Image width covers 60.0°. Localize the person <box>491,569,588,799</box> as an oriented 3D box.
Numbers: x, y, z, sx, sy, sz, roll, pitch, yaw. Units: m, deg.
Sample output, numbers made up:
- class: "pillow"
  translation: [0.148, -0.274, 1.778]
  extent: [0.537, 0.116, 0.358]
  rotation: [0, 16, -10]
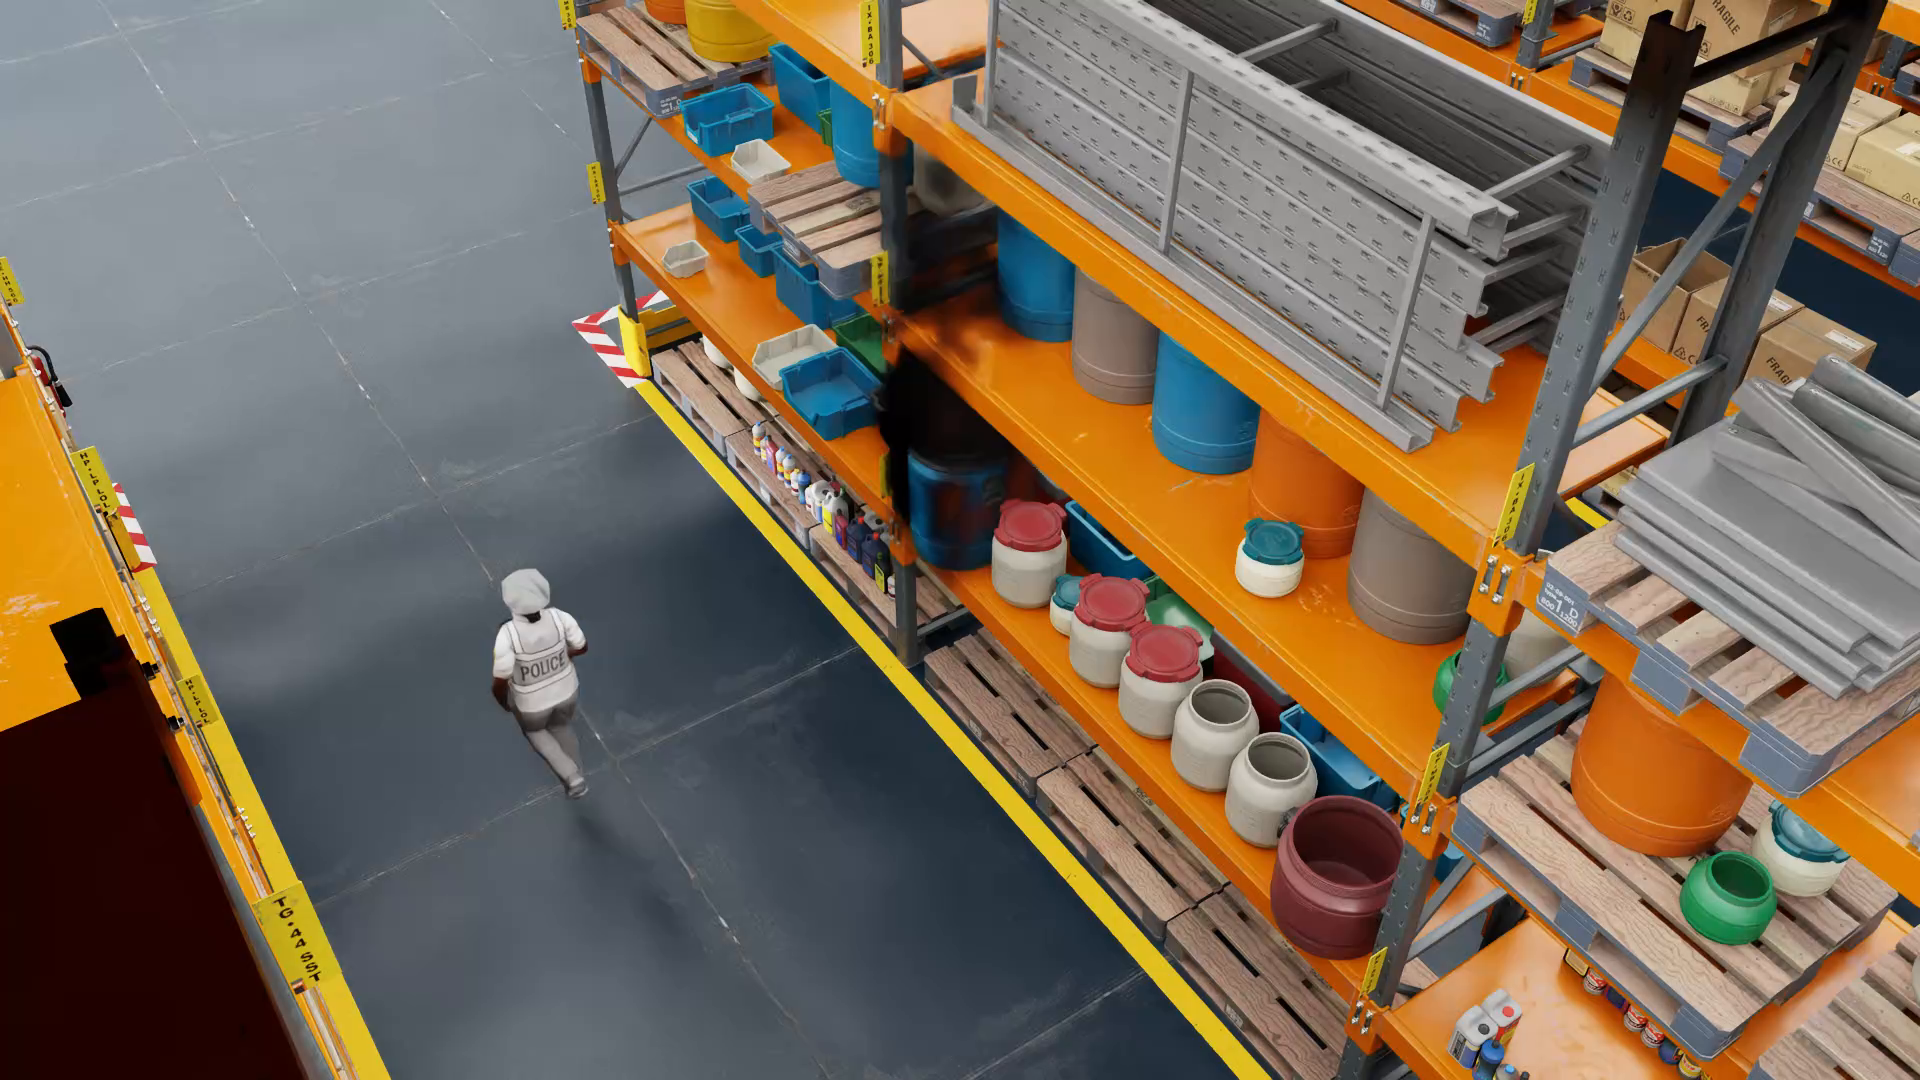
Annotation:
- class: "person"
  translation: [-2.283, 0.858, 9.184]
  extent: [0.584, 1.683, 0.634]
  rotation: [-26, 48, -25]
